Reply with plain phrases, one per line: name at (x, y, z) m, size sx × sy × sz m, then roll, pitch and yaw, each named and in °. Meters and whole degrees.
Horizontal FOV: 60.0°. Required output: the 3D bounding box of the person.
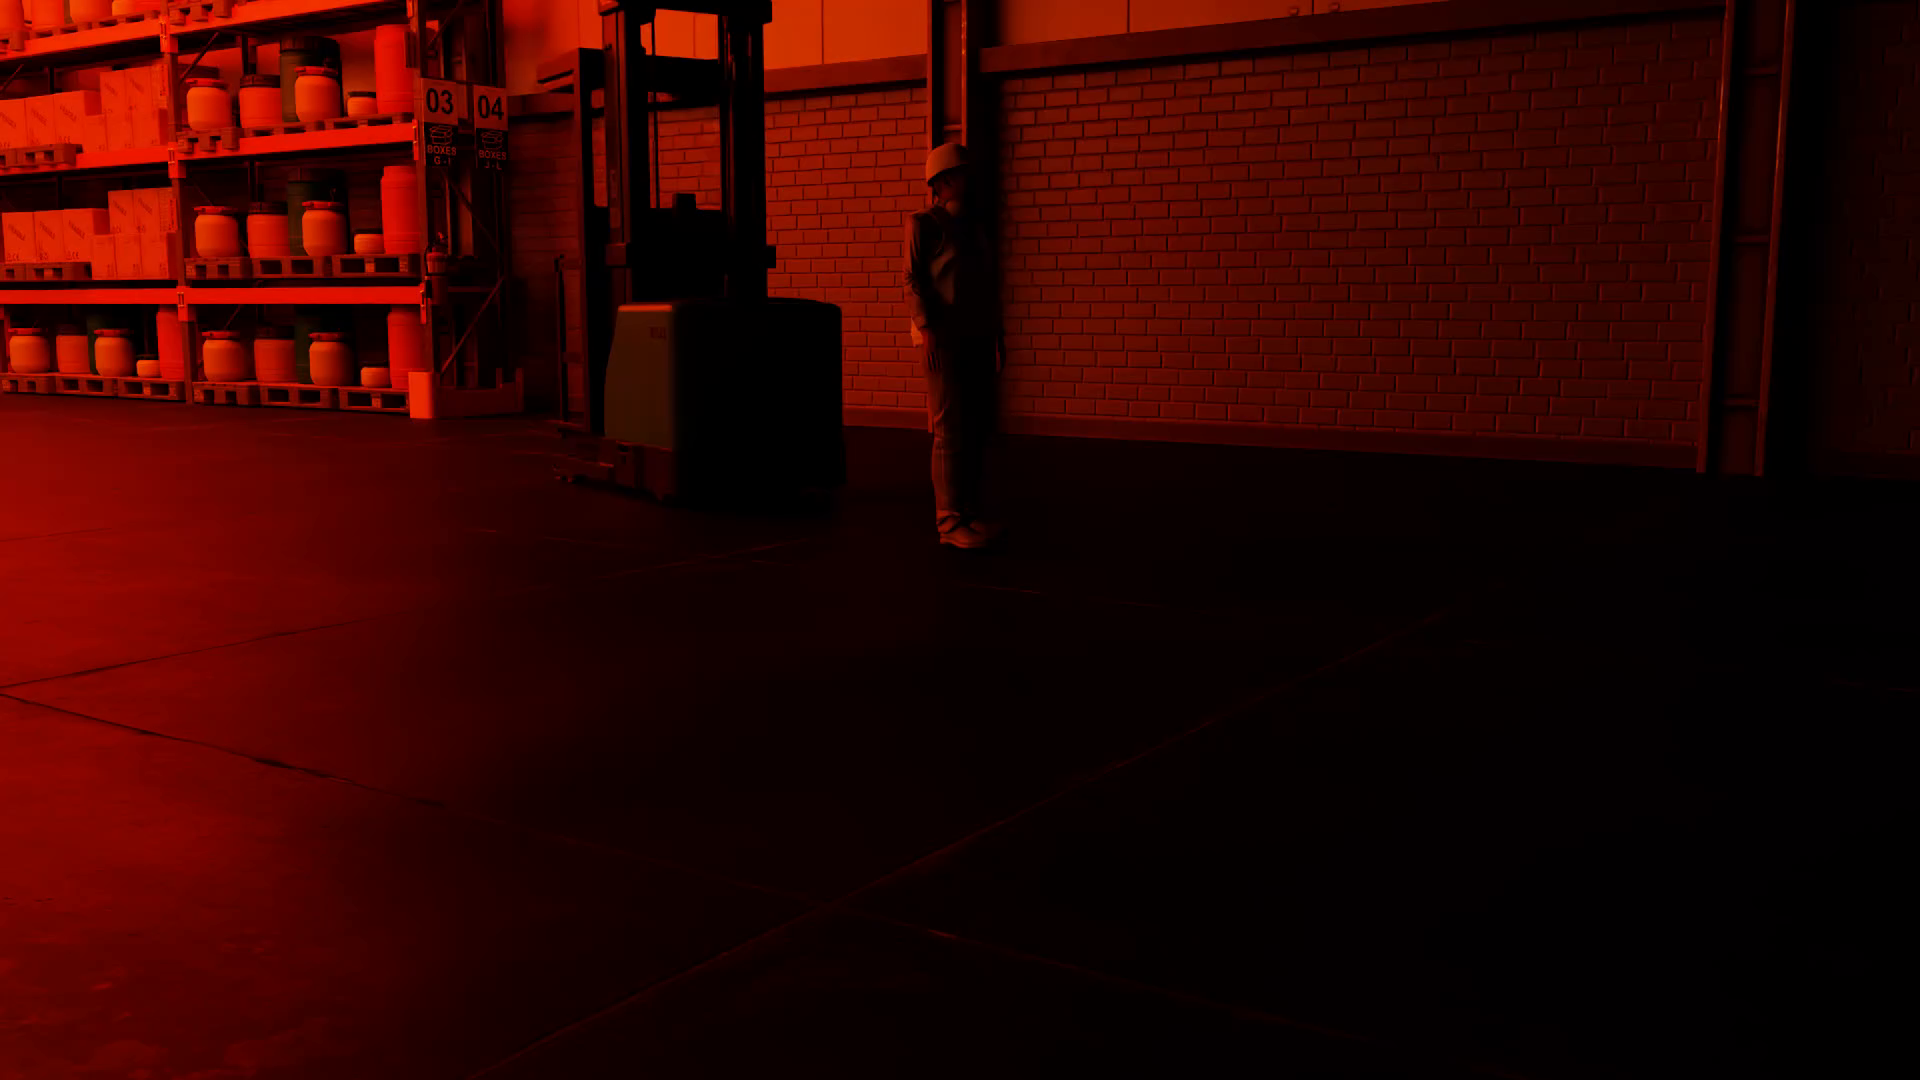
person at (0.048, -0.880, 7.437) m, size 0.566 × 1.775 × 0.634 m, roll 5°, pitch 10°, yaw 34°

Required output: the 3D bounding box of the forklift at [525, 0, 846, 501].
forklift at (-1.851, -1.824, 10.023) m, size 1.130 × 2.935 × 3.031 m, roll -5°, pitch 10°, yaw -32°
